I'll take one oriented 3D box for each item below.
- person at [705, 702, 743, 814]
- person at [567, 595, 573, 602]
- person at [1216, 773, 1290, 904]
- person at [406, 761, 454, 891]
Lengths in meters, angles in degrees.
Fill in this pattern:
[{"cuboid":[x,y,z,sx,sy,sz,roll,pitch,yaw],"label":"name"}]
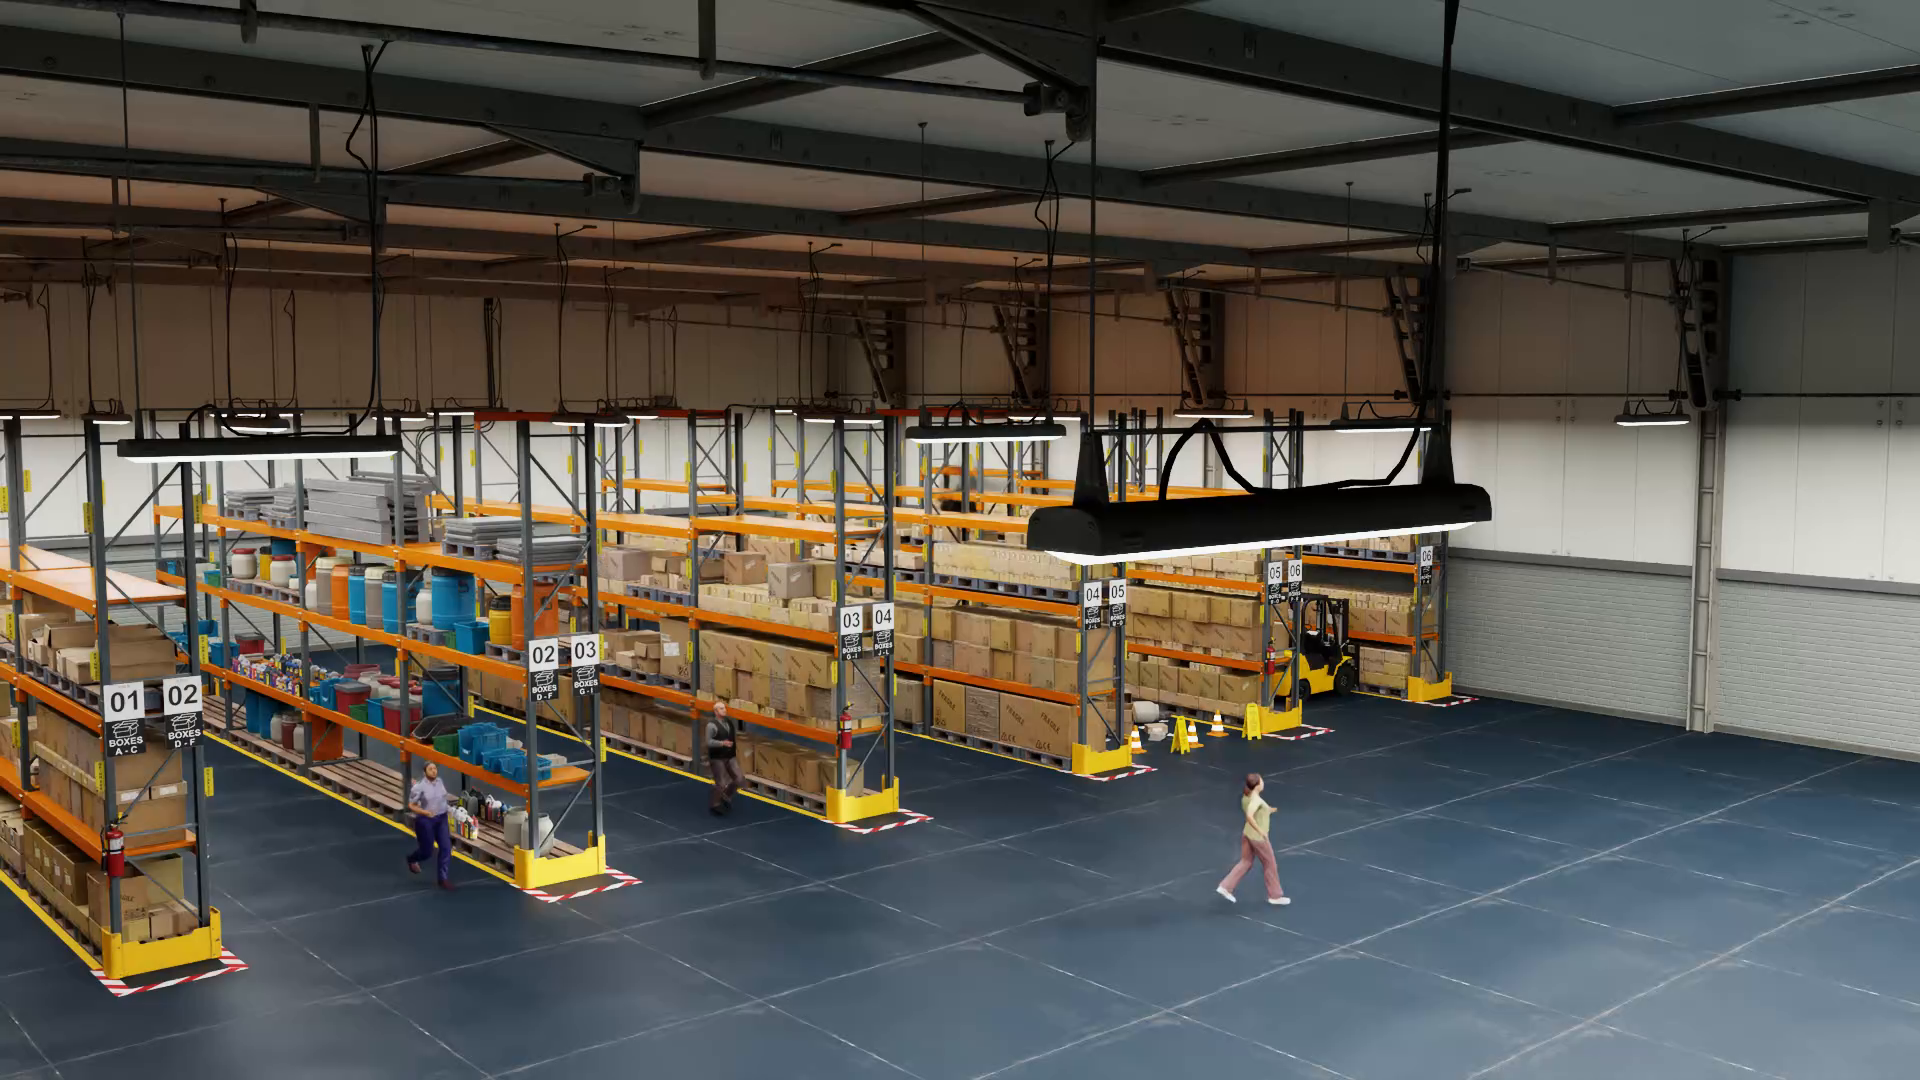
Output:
[{"cuboid":[-3.521,3.291,24.957,0.647,1.717,0.642,5,7,42],"label":"person"},{"cuboid":[-9.360,2.064,39.829,0.599,1.544,0.760,1,5,12],"label":"person"},{"cuboid":[3.621,3.675,20.434,0.968,1.657,0.571,-2,5,-19],"label":"person"},{"cuboid":[-6.807,3.648,21.391,0.849,1.633,0.607,4,6,40],"label":"person"}]
